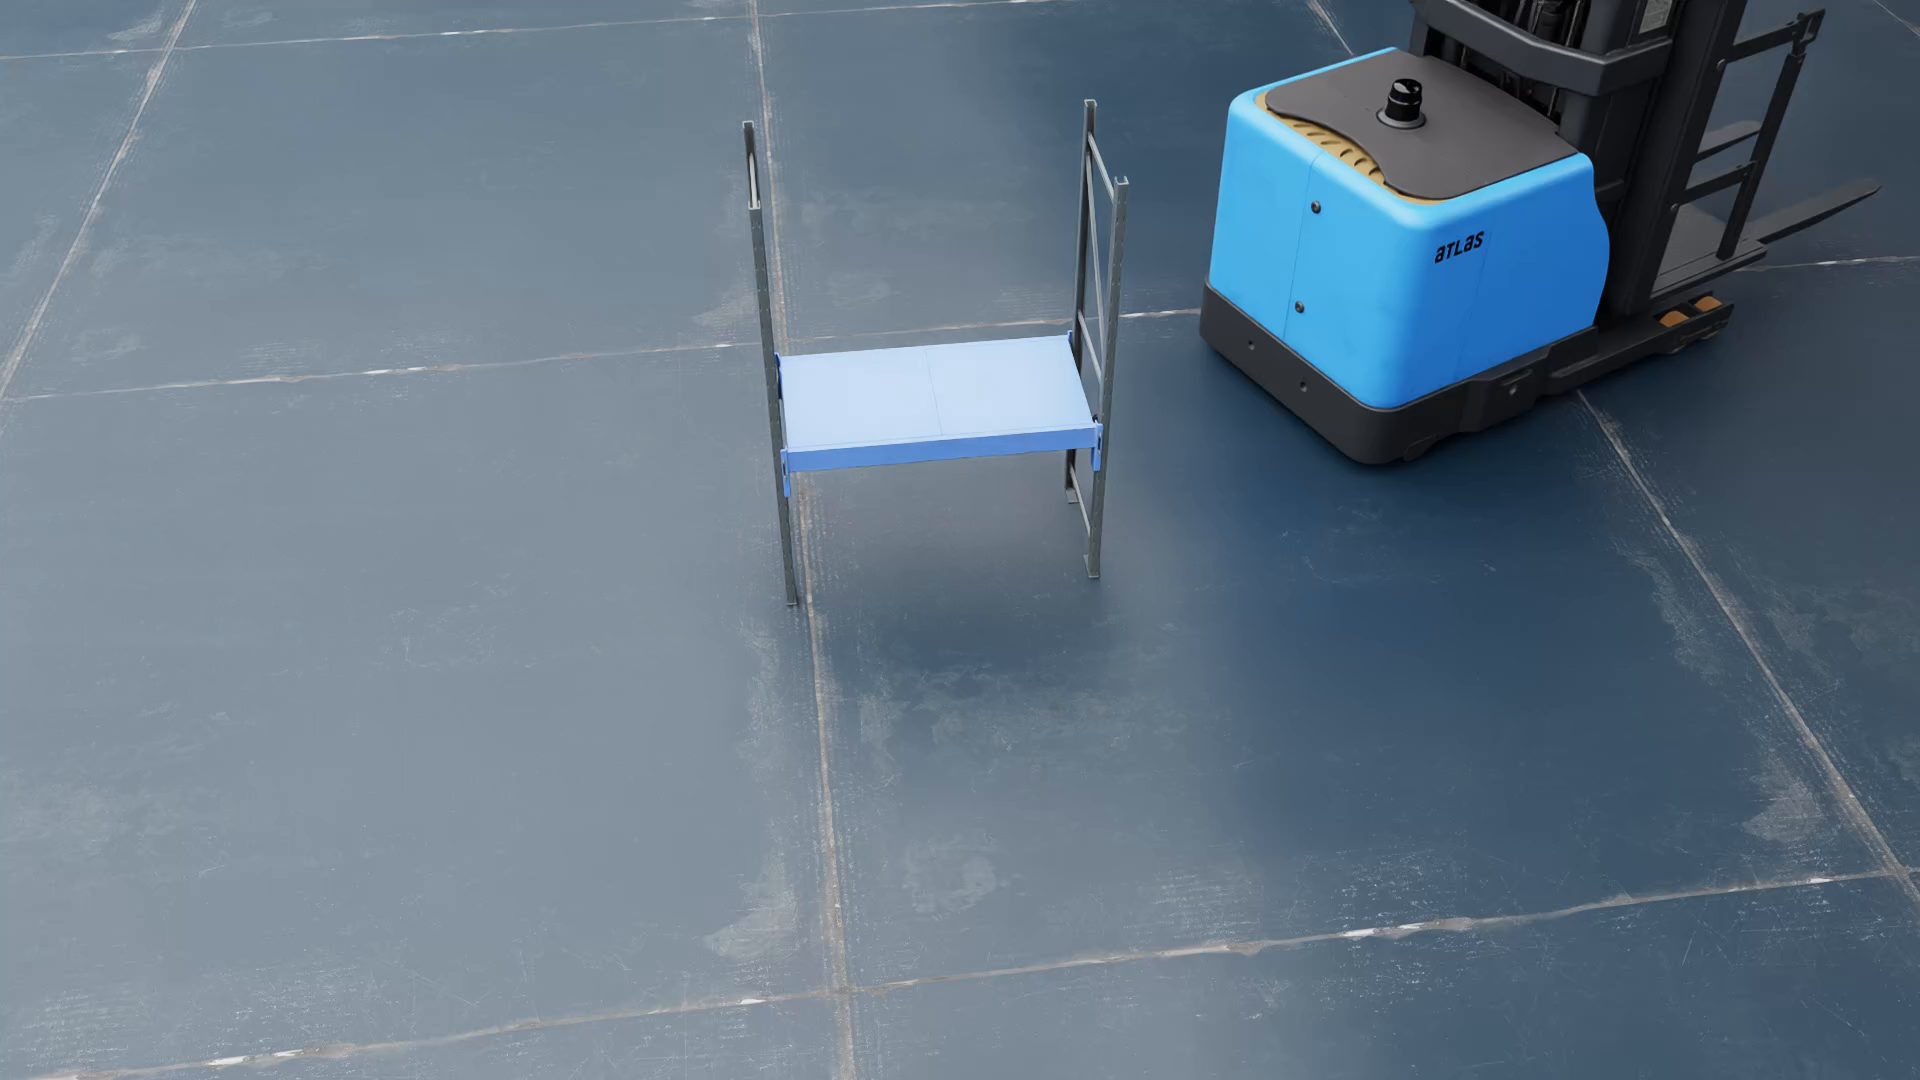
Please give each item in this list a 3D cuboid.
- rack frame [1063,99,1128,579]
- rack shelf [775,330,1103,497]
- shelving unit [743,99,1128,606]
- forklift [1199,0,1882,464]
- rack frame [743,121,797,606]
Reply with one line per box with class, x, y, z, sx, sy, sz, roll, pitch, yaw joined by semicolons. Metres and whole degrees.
rack frame;0.419;-0.594;5.288;0.032;1.500;0.500;-5;42;-6
rack shelf;-0.085;-0.416;5.360;1.000;0.185;0.538;-5;42;-6
shelving unit;-0.085;-0.549;5.239;1.048;1.500;0.538;-5;42;-6
forklift;2.469;-2.104;5.894;3.031;2.935;1.130;-22;47;-23
rack frame;-0.589;-0.505;5.190;0.032;1.500;0.500;-5;42;-6
